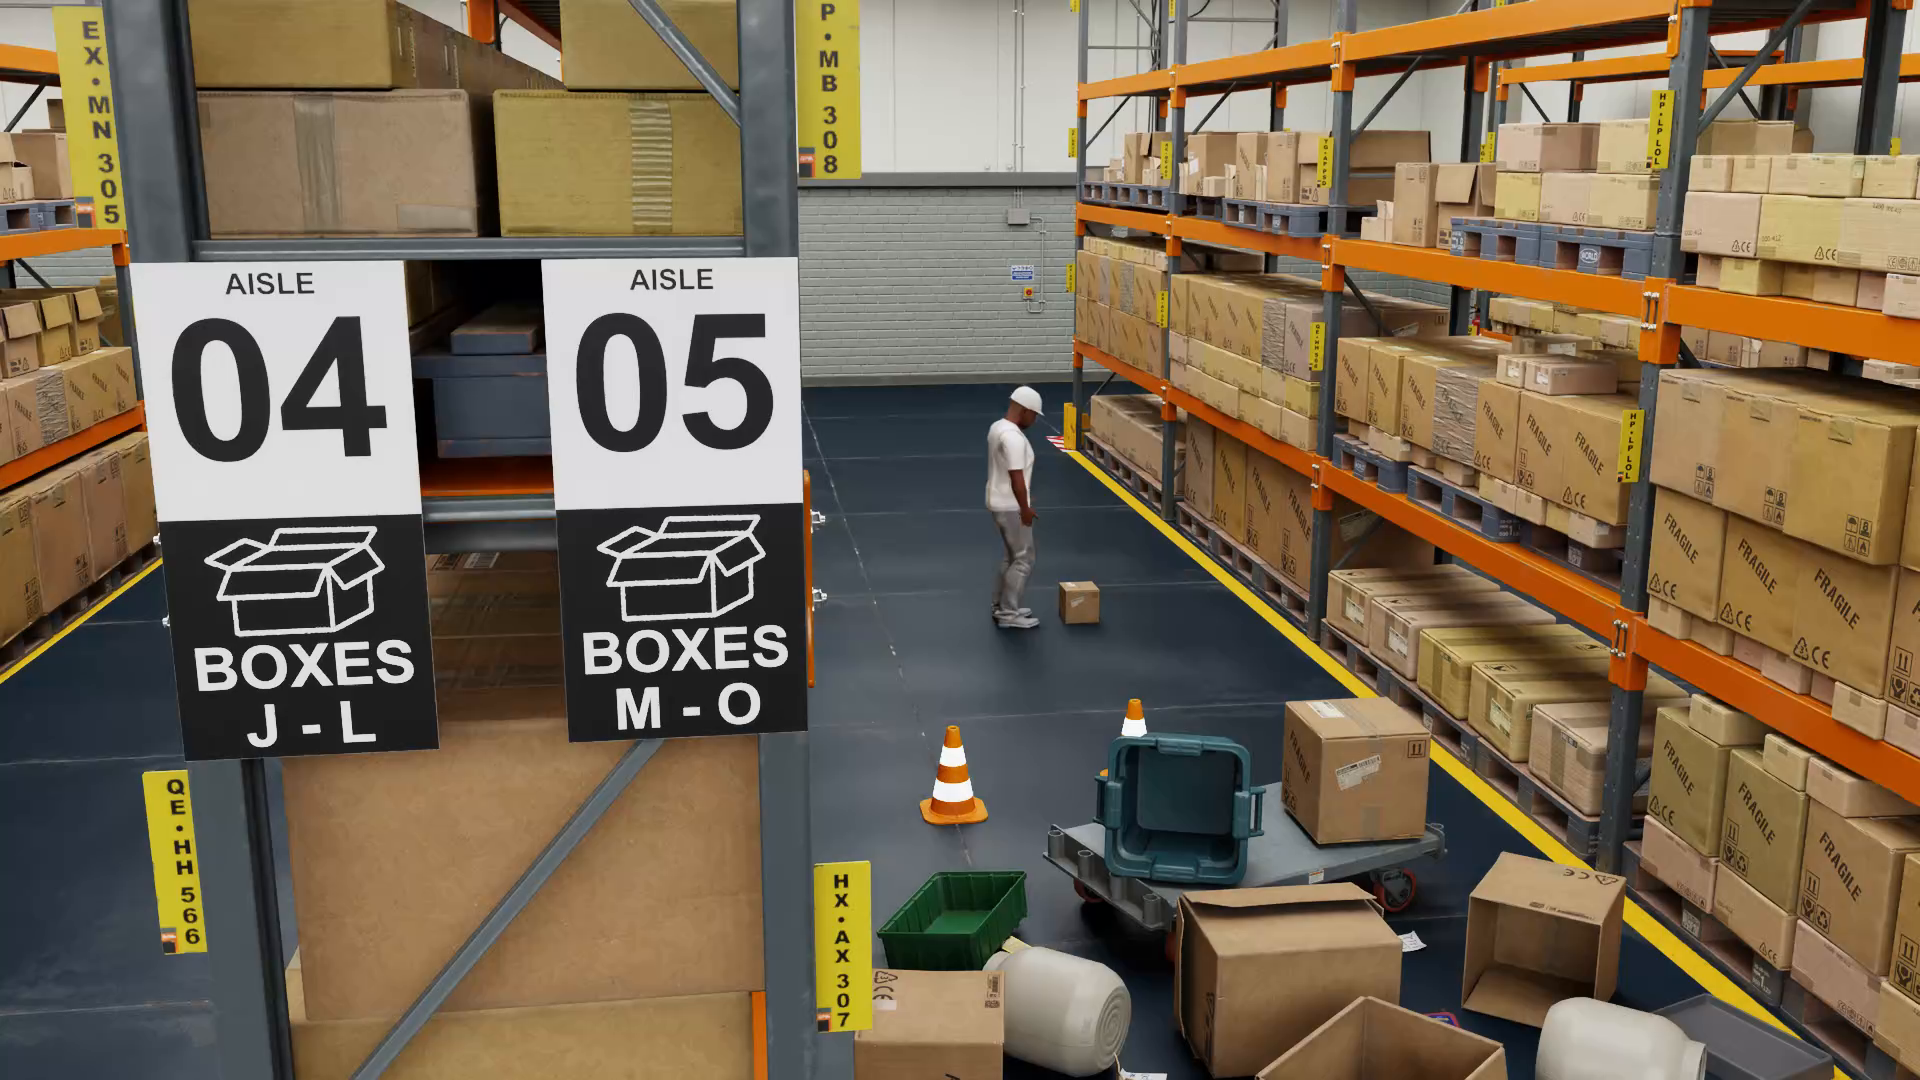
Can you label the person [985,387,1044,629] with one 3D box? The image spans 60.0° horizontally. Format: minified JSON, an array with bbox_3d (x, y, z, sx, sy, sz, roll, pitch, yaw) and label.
[{"bbox_3d":[0.401,-0.248,12.077,0.422,1.732,0.584,-2,13,-7],"label":"person"}]
